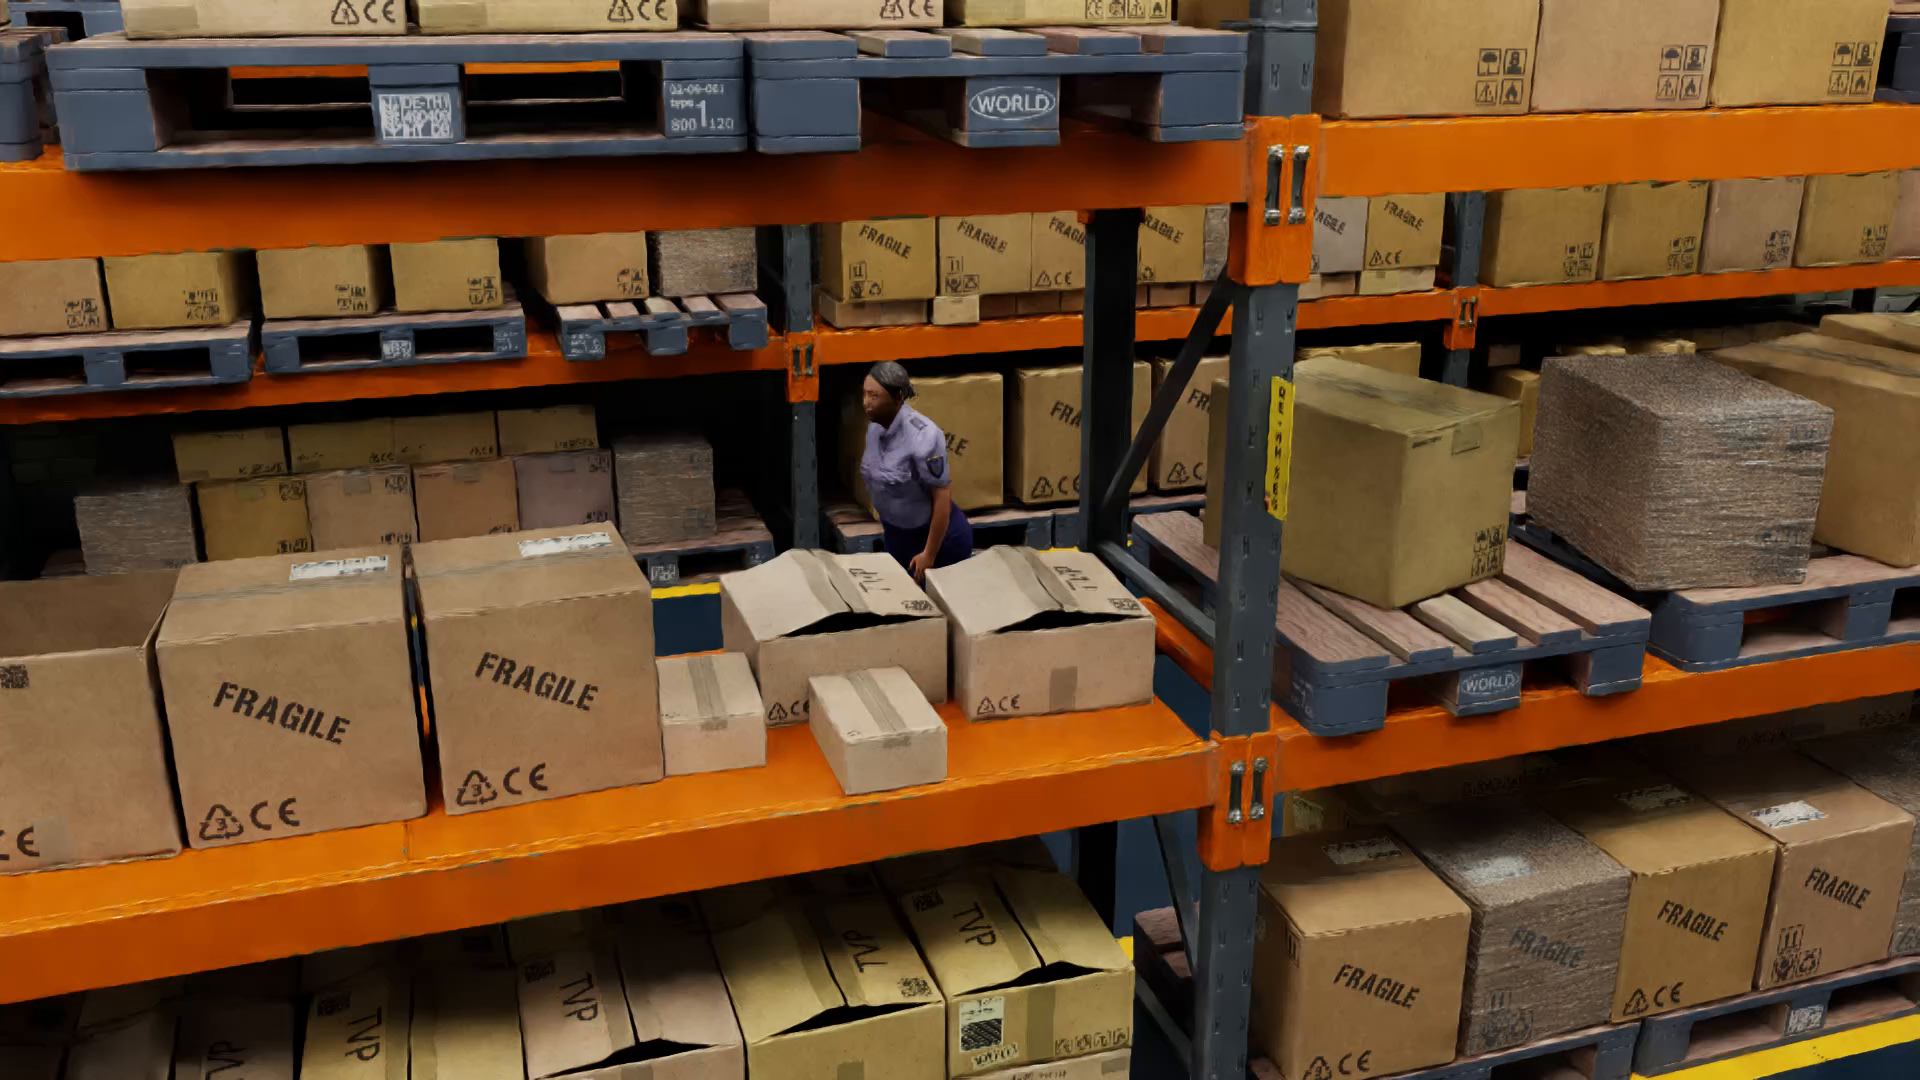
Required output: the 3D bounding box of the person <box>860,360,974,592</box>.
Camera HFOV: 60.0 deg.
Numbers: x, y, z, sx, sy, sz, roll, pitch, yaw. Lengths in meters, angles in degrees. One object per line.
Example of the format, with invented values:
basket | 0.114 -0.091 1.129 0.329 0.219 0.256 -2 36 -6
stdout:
person | -0.145 0.015 7.053 0.608 1.612 0.486 -15 24 -37
